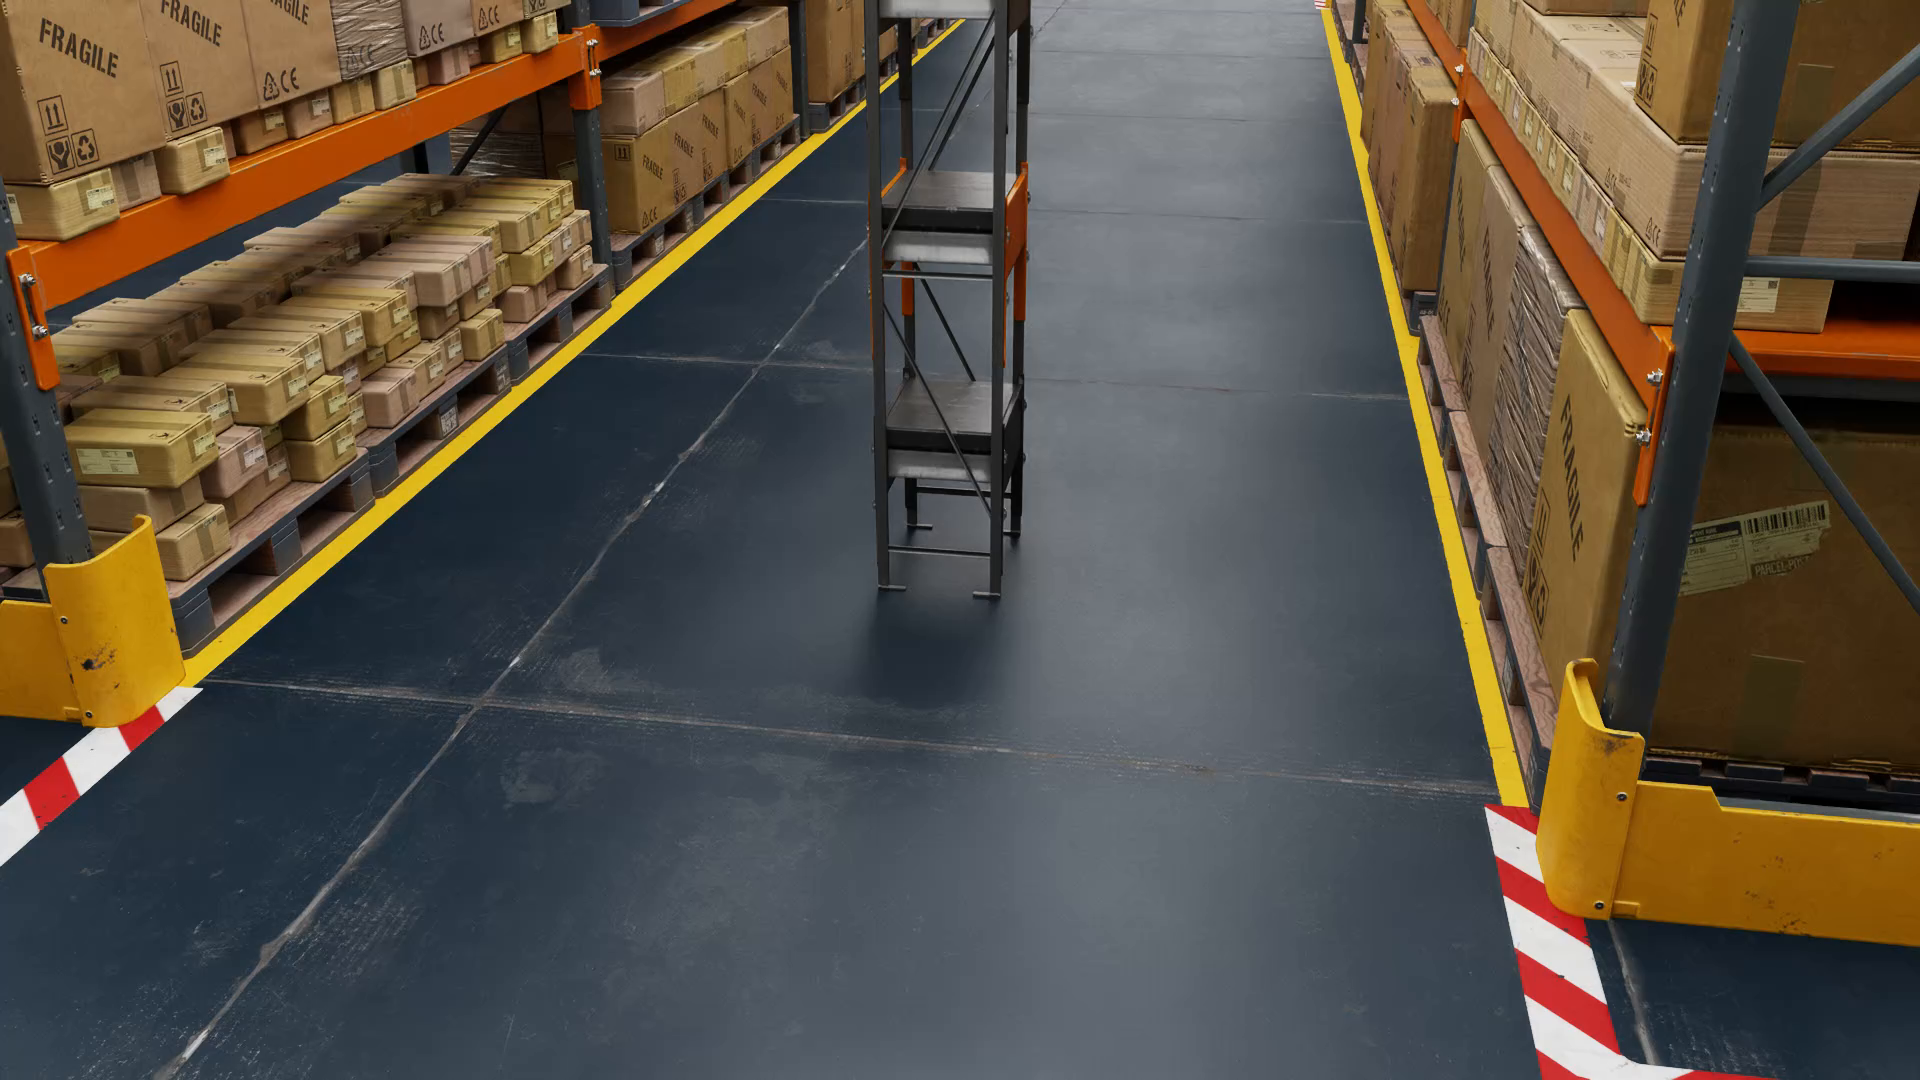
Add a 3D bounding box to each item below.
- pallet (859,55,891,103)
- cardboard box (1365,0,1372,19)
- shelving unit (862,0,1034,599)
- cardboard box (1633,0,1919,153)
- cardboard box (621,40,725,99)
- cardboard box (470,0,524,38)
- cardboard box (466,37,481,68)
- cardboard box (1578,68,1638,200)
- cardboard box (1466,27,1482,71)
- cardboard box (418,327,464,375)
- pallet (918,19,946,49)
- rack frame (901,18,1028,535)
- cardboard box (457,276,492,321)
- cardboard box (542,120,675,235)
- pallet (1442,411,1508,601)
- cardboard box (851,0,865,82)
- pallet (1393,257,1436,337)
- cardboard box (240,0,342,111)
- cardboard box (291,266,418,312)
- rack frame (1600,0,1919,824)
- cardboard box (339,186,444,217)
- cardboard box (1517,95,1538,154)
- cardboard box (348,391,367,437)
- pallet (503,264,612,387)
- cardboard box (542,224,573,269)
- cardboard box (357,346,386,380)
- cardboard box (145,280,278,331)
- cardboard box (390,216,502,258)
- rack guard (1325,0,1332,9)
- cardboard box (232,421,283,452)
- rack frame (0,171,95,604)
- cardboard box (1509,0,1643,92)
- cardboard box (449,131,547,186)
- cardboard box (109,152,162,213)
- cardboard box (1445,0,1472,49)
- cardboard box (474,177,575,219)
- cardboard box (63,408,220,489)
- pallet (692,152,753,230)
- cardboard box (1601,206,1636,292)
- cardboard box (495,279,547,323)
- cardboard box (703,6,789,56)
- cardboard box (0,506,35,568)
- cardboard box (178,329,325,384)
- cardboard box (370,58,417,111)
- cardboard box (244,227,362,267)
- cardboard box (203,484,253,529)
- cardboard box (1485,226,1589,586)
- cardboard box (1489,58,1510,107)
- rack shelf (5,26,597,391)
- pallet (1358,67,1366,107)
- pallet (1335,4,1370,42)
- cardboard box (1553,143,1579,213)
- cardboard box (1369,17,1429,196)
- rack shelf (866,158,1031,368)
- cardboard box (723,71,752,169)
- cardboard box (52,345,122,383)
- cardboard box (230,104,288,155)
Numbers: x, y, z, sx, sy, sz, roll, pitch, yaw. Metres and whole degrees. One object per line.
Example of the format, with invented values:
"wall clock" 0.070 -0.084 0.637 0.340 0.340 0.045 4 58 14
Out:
"pallet" -1.172 -3.827 13.677 1.003 0.211 1.213 4 25 9
"cardboard box" 4.169 -5.272 15.927 0.500 0.500 0.500 2 25 4
"shelving unit" -0.027 -0.882 5.157 0.431 2.100 0.503 4 25 9
"cardboard box" 1.813 -1.153 3.617 0.500 0.500 0.500 4 25 9
"cardboard box" -1.676 -2.708 9.566 0.500 0.250 0.500 5 26 11
"cardboard box" -2.117 -2.325 6.710 0.500 0.500 0.500 3 25 7
"cardboard box" -2.193 -2.008 6.799 0.380 0.149 0.250 3 25 7
"cardboard box" 1.894 -1.025 4.227 0.500 0.250 0.500 4 25 8
"cardboard box" 2.270 -1.983 6.746 0.380 0.149 0.250 4 25 9
"cardboard box" -2.236 -0.758 6.698 0.380 0.149 0.250 4 25 10
"pallet" -0.721 -4.979 16.139 1.003 0.211 1.213 4 25 9
"rack frame" 0.013 -0.984 5.375 0.400 2.100 0.015 4 25 9
"cardboard box" -2.187 -1.030 6.930 0.380 0.149 0.250 5 25 10
"cardboard box" -1.848 -1.933 8.794 0.500 0.500 0.500 5 26 11
"pallet" 2.248 -0.111 5.737 1.003 0.211 1.213 4 25 9
"cardboard box" -1.249 -4.042 13.006 1.050 0.750 0.750 4 25 9
"pallet" 2.698 -1.263 8.199 1.003 0.211 1.213 4 25 9
"cardboard box" -2.383 -1.689 5.352 0.500 0.500 0.500 4 25 9
"cardboard box" -2.321 -0.938 6.382 0.380 0.149 0.250 4 25 9
"rack frame" 1.993 -0.525 3.333 1.000 3.000 0.127 4 25 9
"cardboard box" -2.594 -1.511 7.607 0.380 0.149 0.250 5 26 11
"cardboard box" 2.017 -1.331 5.352 0.380 0.149 0.250 3 25 7
"cardboard box" -2.389 -0.439 6.017 0.380 0.149 0.250 4 25 9
"pallet" -2.305 -1.038 7.718 1.003 0.211 1.213 4 25 9
"cardboard box" -2.000 -1.350 7.612 0.380 0.149 0.250 3 25 6
"cardboard box" -2.390 -0.699 6.221 0.380 0.149 0.250 5 26 11
"cardboard box" -2.786 -0.859 6.213 0.380 0.149 0.250 3 25 7
"cardboard box" -2.187 -1.268 7.087 0.380 0.149 0.250 5 26 10
"rack guard" 4.595 -6.053 18.092 1.175 0.500 0.348 4 25 9
"cardboard box" -2.492 -0.365 5.508 0.380 0.149 0.250 4 25 9
"rack frame" -2.884 -0.911 4.158 1.000 3.000 0.127 4 25 9
"cardboard box" 2.146 -1.662 5.588 0.500 0.250 0.500 5 25 10
"cardboard box" -2.358 -1.969 8.871 0.500 0.500 0.500 4 25 8
"cardboard box" -2.507 -1.019 4.685 0.380 0.149 0.250 5 26 10
"cardboard box" 2.454 -2.458 7.344 0.500 0.500 0.500 4 25 9
"cardboard box" -2.032 -1.585 7.765 0.380 0.149 0.250 5 25 10
"cardboard box" -2.463 -0.275 4.965 0.380 0.149 0.250 3 25 6
"pallet" -1.907 -2.158 10.112 1.003 0.211 1.213 4 25 9
"cardboard box" 1.767 -0.692 3.986 0.380 0.149 0.250 4 25 9
"cardboard box" -2.063 -1.077 7.381 0.380 0.149 0.250 3 25 7
"cardboard box" -1.430 -3.350 10.938 0.500 0.250 0.500 3 25 7
"cardboard box" -3.004 -0.045 5.174 0.380 0.149 0.250 4 25 9
"cardboard box" -2.410 -0.605 5.669 0.380 0.149 0.250 3 25 6
"cardboard box" -2.230 -1.676 6.088 0.380 0.149 0.250 5 25 10
"cardboard box" -2.729 -1.191 6.922 0.380 0.149 0.250 5 25 10
"cardboard box" -2.521 -0.122 5.340 0.380 0.149 0.250 4 25 8
"cardboard box" 2.167 -0.407 5.091 0.875 0.875 0.875 4 25 9
"cardboard box" 2.143 -1.653 6.040 0.380 0.149 0.250 3 25 7
"rack shelf" -2.557 -1.422 6.097 1.077 0.370 4.000 4 25 9
"pallet" 3.631 -3.443 12.857 1.003 0.211 1.213 4 25 9
"pallet" 4.226 -5.076 16.345 1.003 0.211 1.213 4 25 9
"cardboard box" 1.892 -1.010 4.666 0.380 0.149 0.250 3 25 7
"cardboard box" 3.014 -2.439 9.434 1.225 0.875 0.875 4 25 9
"rack shelf" -0.027 -0.869 5.163 0.431 0.518 0.480 4 25 9
"cardboard box" -1.585 -2.582 10.182 0.500 0.500 0.500 3 25 6
"cardboard box" -3.033 -0.537 5.524 0.380 0.149 0.250 3 25 7
"cardboard box" -2.434 -1.358 5.409 0.380 0.149 0.250 4 25 8
